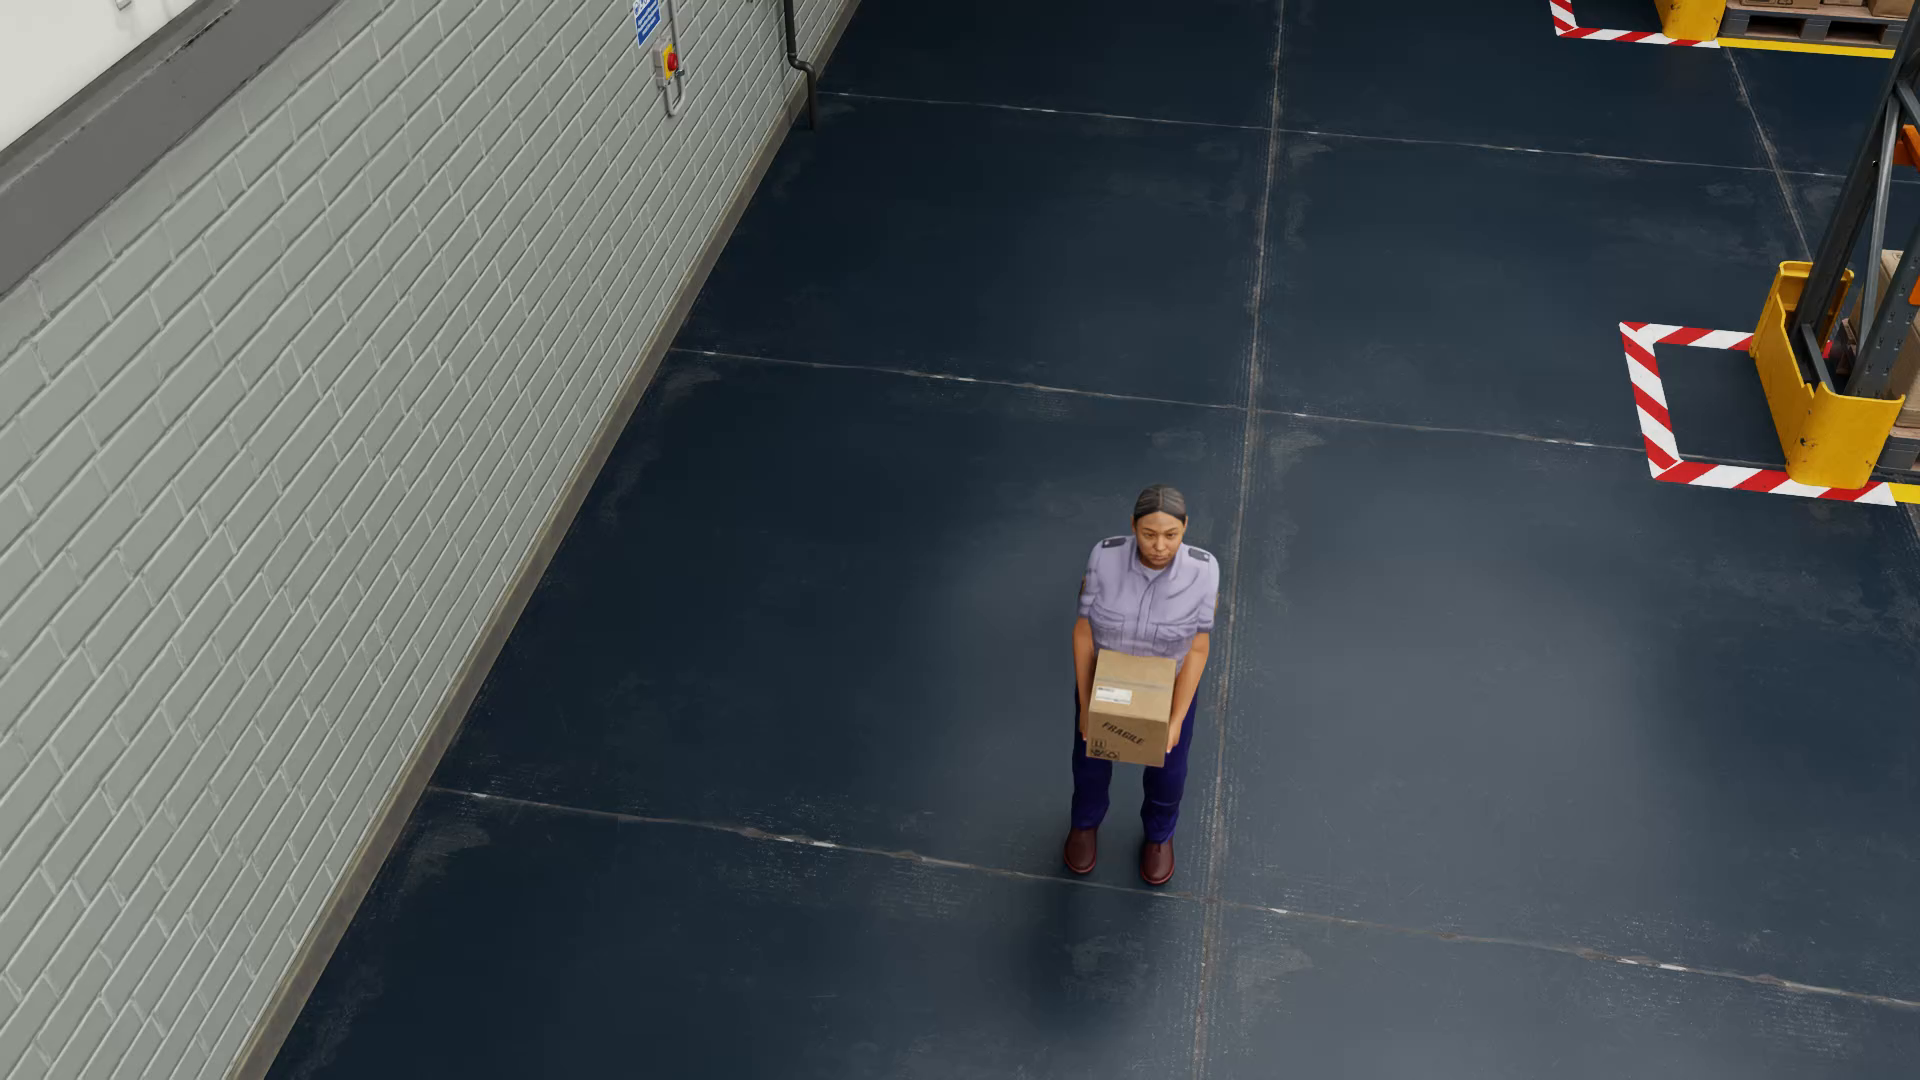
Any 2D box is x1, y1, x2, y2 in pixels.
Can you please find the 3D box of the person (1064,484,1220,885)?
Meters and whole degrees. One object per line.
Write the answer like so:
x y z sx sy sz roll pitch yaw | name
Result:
0.582 0.591 5.561 0.452 1.551 0.488 7 41 8 | person
